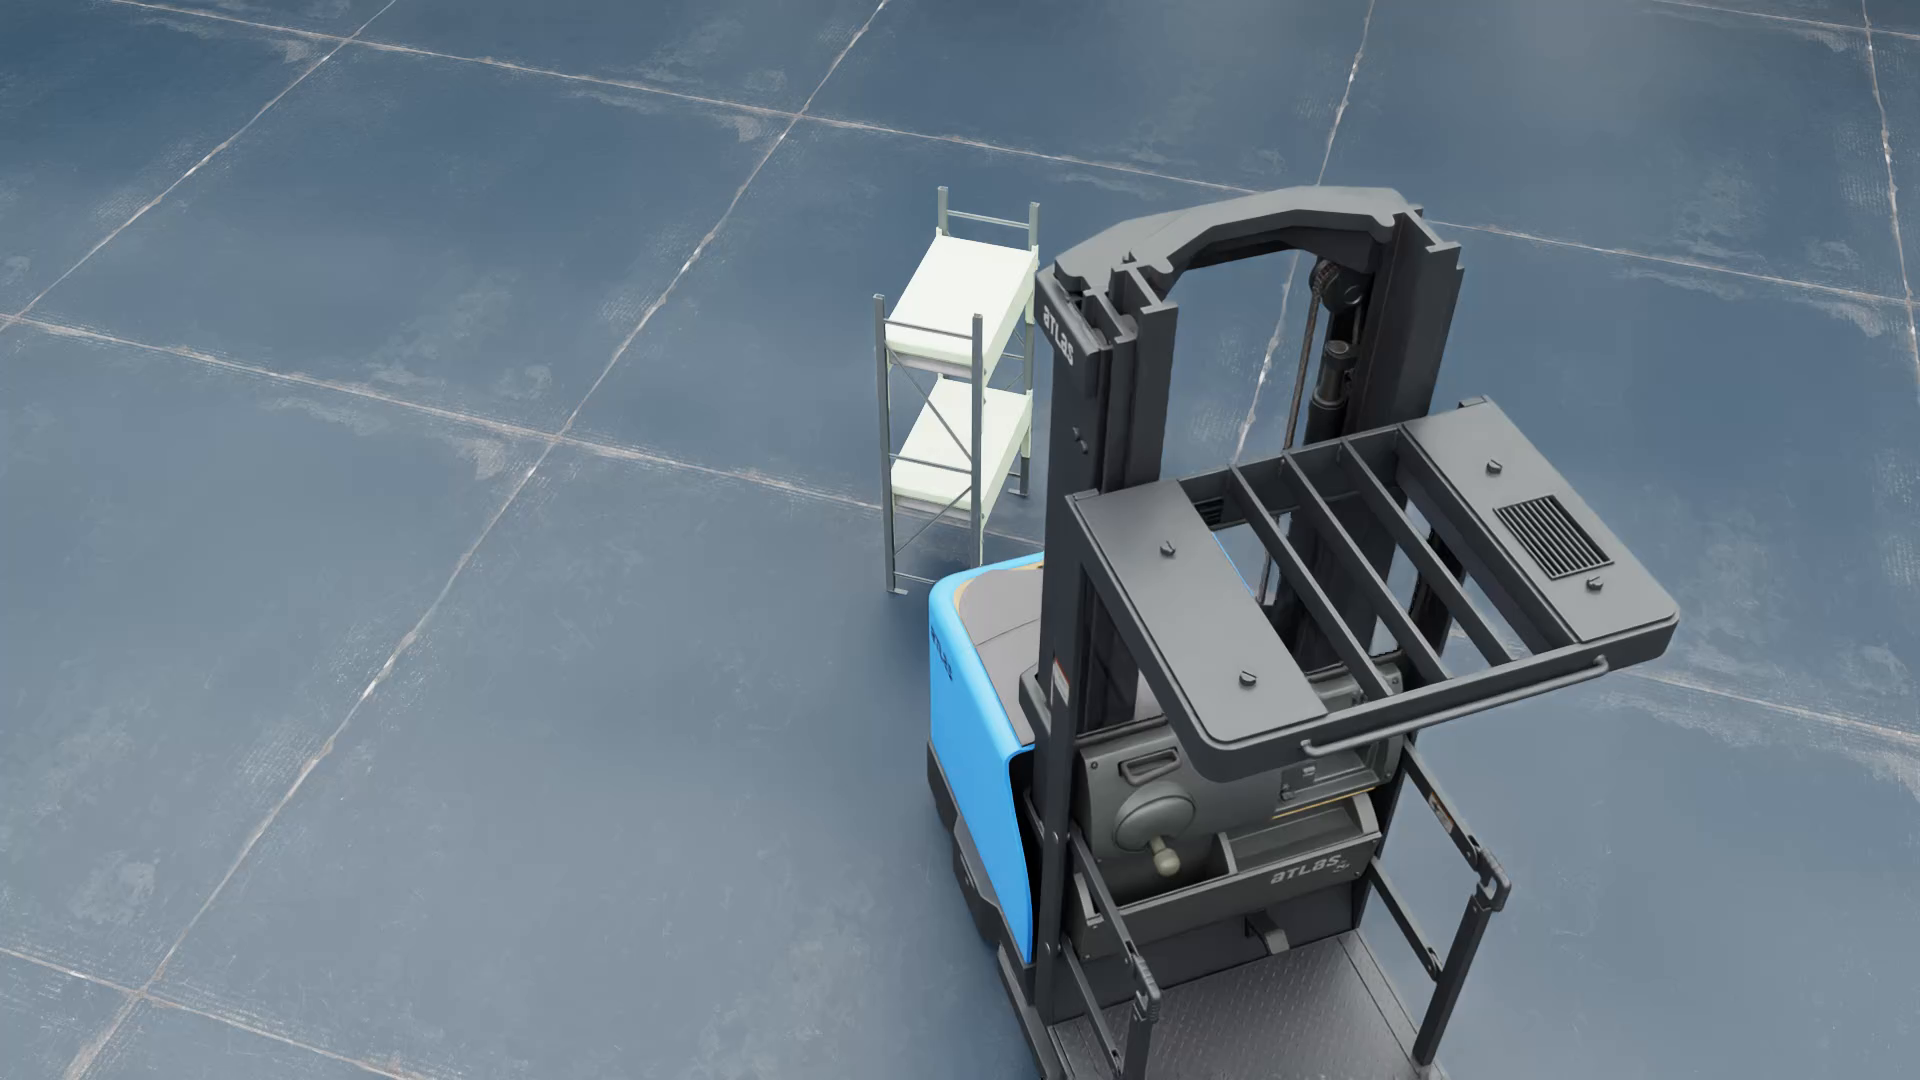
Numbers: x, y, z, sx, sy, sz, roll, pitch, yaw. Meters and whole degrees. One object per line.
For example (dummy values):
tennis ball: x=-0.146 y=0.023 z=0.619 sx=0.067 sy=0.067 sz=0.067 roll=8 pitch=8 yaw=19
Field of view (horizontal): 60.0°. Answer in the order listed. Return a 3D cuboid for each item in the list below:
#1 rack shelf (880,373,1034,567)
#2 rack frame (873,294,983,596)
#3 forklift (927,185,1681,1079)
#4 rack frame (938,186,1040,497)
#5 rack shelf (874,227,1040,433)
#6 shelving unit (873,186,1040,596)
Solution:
rack shelf: x=-0.002 y=-0.299 z=6.848 sx=0.431 sy=0.370 sz=0.720 roll=13 pitch=46 yaw=12
rack frame: x=-0.113 y=-0.288 z=6.371 sx=0.400 sy=1.500 sz=0.023 roll=13 pitch=46 yaw=12
forklift: x=0.843 y=0.714 z=4.324 sx=1.130 sy=2.935 sz=3.031 roll=-14 pitch=46 yaw=-14
rack frame: x=0.109 y=-0.776 z=6.869 sx=0.400 sy=1.500 sz=0.023 roll=13 pitch=46 yaw=12
rack shelf: x=-0.002 y=-0.811 z=6.347 sx=0.431 sy=0.370 sz=0.720 roll=13 pitch=46 yaw=12
shelving unit: x=-0.002 y=-0.532 z=6.620 sx=0.431 sy=1.500 sz=0.755 roll=13 pitch=46 yaw=12
